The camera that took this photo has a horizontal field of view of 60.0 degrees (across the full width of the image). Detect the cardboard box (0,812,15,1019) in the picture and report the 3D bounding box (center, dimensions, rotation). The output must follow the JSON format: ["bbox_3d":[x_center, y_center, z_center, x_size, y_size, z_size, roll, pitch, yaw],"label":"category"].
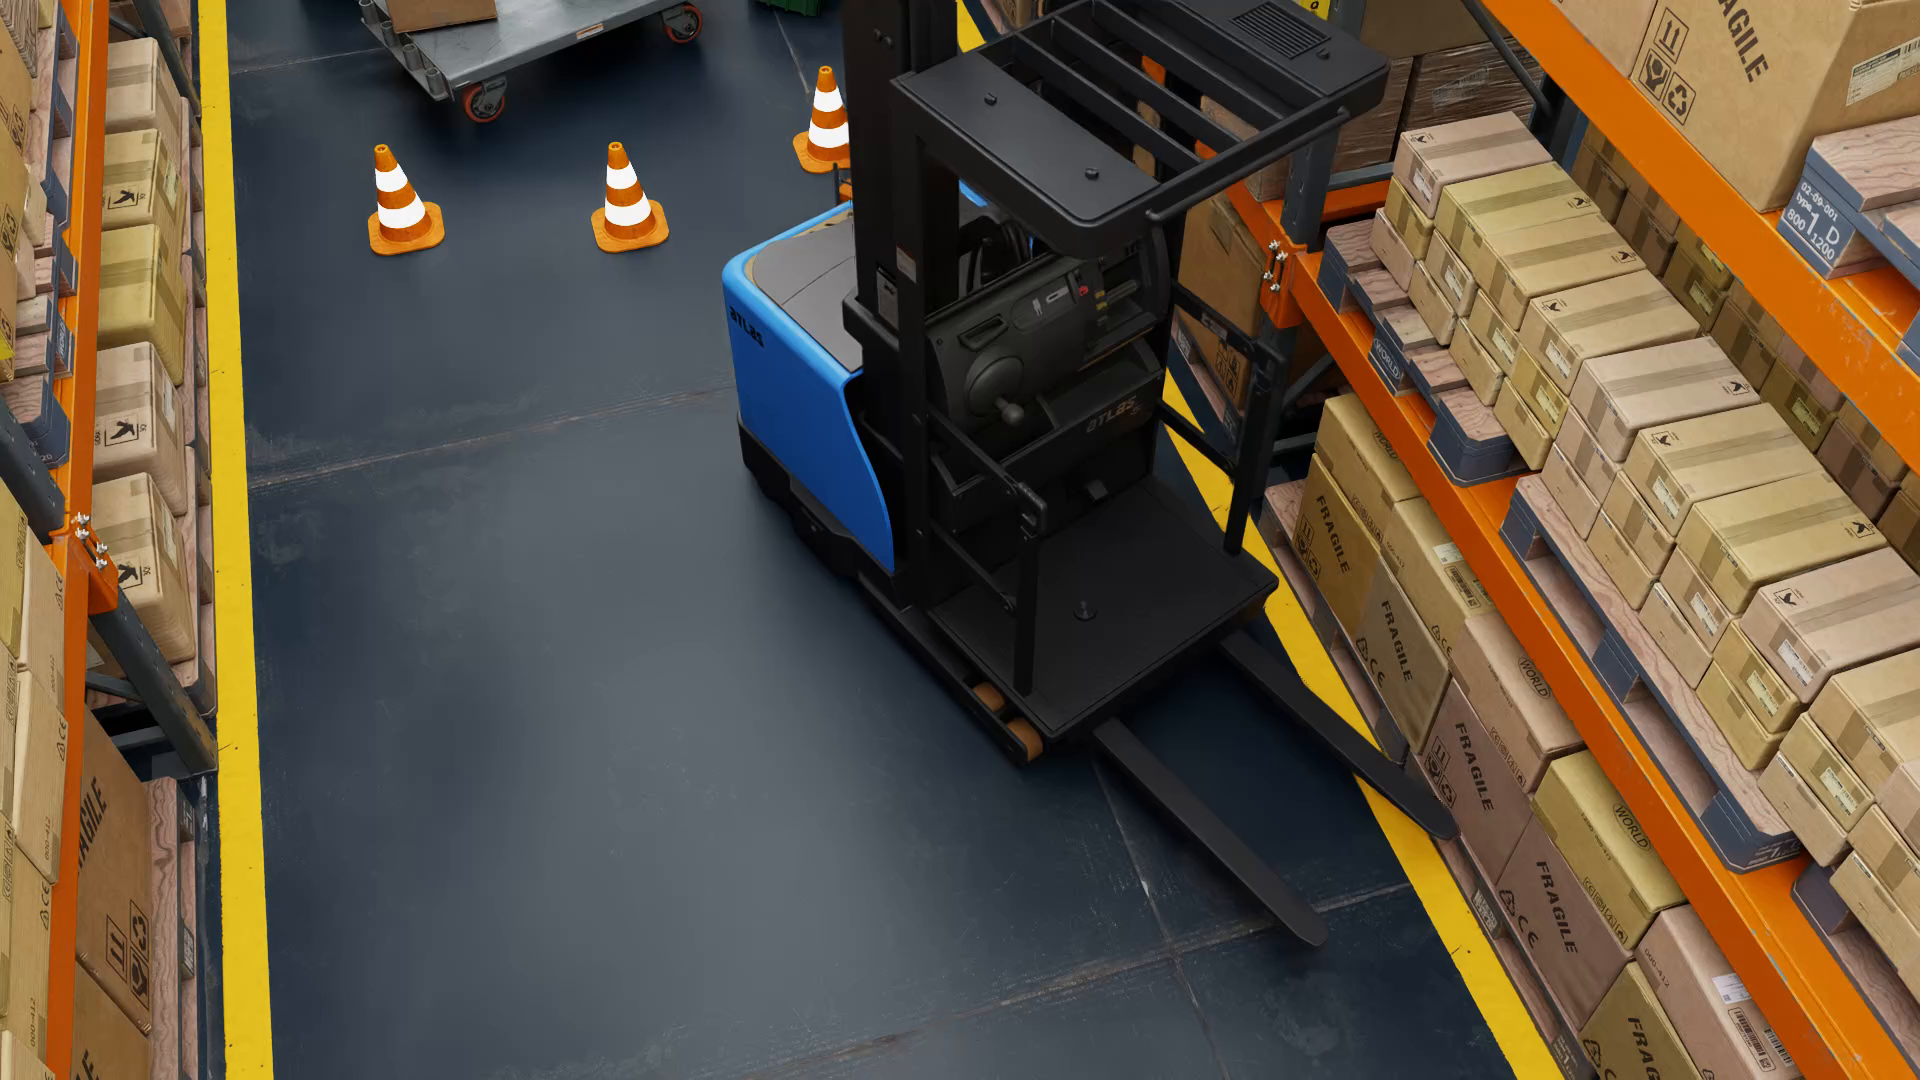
[{"bbox_3d":[-2.392,0.843,3.638,0.500,0.250,0.500,-15,51,-12],"label":"cardboard box"}]

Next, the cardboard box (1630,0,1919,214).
[{"bbox_3d":[1.817,-1.070,3.453,0.500,0.500,0.500,-13,51,-11],"label":"cardboard box"}]

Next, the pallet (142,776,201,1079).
[{"bbox_3d":[-2.942,1.408,5.214,1.003,0.211,1.213,-13,51,-11],"label":"pallet"}]

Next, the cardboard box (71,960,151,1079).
[{"bbox_3d":[-2.719,1.642,4.309,0.875,0.875,0.875,-13,51,-11],"label":"cardboard box"}]

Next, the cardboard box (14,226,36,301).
[{"bbox_3d":[-3.111,-0.841,5.177,0.380,0.149,0.250,-16,52,-13],"label":"cardboard box"}]

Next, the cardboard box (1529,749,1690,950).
[{"bbox_3d":[2.007,0.826,4.751,0.500,0.250,0.500,-15,52,-13],"label":"cardboard box"}]

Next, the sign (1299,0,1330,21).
[{"bbox_3d":[1.066,-1.522,5.103,0.100,0.325,0.005,-13,51,-11],"label":"sign"}]

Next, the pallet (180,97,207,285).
[{"bbox_3d":[-4.055,-1.538,7.698,1.003,0.211,1.213,-13,51,-11],"label":"pallet"}]

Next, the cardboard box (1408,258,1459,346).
[{"bbox_3d":[1.614,-0.762,5.110,0.380,0.149,0.250,-11,51,-9],"label":"cardboard box"}]

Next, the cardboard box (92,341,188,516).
[{"bbox_3d":[-3.487,-0.324,6.295,0.950,0.372,0.625,-14,51,-12],"label":"cardboard box"}]

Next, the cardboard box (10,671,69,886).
[{"bbox_3d":[-2.540,0.645,4.132,0.500,0.250,0.500,-12,51,-10],"label":"cardboard box"}]

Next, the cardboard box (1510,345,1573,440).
[{"bbox_3d":[1.785,-0.452,4.654,0.380,0.149,0.250,-13,51,-11],"label":"cardboard box"}]

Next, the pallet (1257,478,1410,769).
[{"bbox_3d":[1.825,0.194,6.238,1.003,0.211,1.213,-13,51,-11],"label":"pallet"}]

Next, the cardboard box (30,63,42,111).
[{"bbox_3d":[-3.454,-1.608,5.823,0.380,0.149,0.250,-12,51,-10],"label":"cardboard box"}]

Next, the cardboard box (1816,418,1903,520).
[{"bbox_3d":[2.560,-0.227,4.464,0.380,0.149,0.250,-12,51,-10],"label":"cardboard box"}]

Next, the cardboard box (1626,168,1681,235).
[{"bbox_3d":[2.250,-1.084,4.992,0.380,0.149,0.250,-14,51,-11],"label":"cardboard box"}]

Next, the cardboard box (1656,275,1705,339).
[{"bbox_3d":[2.328,-0.705,5.062,0.380,0.149,0.250,-13,51,-10],"label":"cardboard box"}]

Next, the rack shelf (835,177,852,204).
[{"bbox_3d":[-0.339,-1.331,6.618,0.215,0.259,0.240,23,54,18],"label":"rack shelf"}]

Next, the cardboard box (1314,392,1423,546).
[{"bbox_3d":[1.568,-0.289,5.691,0.500,0.250,0.500,-15,52,-13],"label":"cardboard box"}]

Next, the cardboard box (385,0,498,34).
[{"bbox_3d":[-2.595,-2.867,8.135,0.500,0.500,0.500,-13,51,-11],"label":"cardboard box"}]

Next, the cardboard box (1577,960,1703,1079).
[{"bbox_3d":[2.167,1.457,4.710,0.500,0.500,0.500,-14,51,-12],"label":"cardboard box"}]

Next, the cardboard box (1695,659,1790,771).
[{"bbox_3d":[2.083,0.395,4.135,0.380,0.149,0.250,-11,51,-9],"label":"cardboard box"}]

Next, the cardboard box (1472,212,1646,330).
[{"bbox_3d":[1.697,-0.765,4.723,0.380,0.149,0.250,-14,51,-11],"label":"cardboard box"}]

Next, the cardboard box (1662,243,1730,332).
[{"bbox_3d":[2.337,-0.782,4.933,0.380,0.149,0.250,-12,51,-10],"label":"cardboard box"}]

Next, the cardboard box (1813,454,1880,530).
[{"bbox_3d":[2.554,-0.136,4.582,0.380,0.149,0.250,-12,51,-10],"label":"cardboard box"}]

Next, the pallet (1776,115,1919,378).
[{"bbox_3d":[2.388,-0.493,3.154,1.213,0.211,1.003,-13,51,-11],"label":"pallet"}]

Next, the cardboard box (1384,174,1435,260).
[{"bbox_3d":[1.546,-1.028,5.140,0.380,0.149,0.250,-11,51,-9],"label":"cardboard box"}]

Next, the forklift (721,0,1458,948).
[{"bbox_3d":[0.432,-0.595,5.124,1.130,2.935,3.031,-31,57,-24],"label":"forklift"}]

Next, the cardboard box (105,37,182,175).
[{"bbox_3d":[-4.129,-1.911,7.632,0.950,0.372,0.625,-13,51,-11],"label":"cardboard box"}]

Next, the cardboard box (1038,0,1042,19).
[{"bbox_3d":[0.963,-2.469,7.856,1.050,0.750,0.750,-13,51,-11],"label":"cardboard box"}]

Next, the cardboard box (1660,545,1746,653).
[{"bbox_3d":[2.012,0.108,4.181,0.380,0.149,0.250,-12,51,-10],"label":"cardboard box"}]

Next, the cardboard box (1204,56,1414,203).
[{"bbox_3d":[1.205,-1.577,5.842,0.500,0.500,0.500,-13,51,-11],"label":"cardboard box"}]

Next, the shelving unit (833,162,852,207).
[{"bbox_3d":[-0.339,-1.155,6.827,0.215,1.050,0.252,23,54,18],"label":"shelving unit"}]

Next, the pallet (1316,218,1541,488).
[{"bbox_3d":[1.908,-0.718,5.309,1.213,0.211,1.003,-13,51,-11],"label":"pallet"}]

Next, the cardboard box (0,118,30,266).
[{"bbox_3d":[-3.176,-1.107,4.976,0.500,0.500,0.500,-11,51,-9],"label":"cardboard box"}]

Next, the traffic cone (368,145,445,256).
[{"bbox_3d":[-2.582,-1.598,7.584,0.336,0.463,0.334,-13,51,-11],"label":"traffic cone"}]

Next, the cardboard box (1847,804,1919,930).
[{"bbox_3d":[2.237,0.676,3.703,0.380,0.149,0.250,-15,51,-12],"label":"cardboard box"}]

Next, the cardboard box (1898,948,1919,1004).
[{"bbox_3d":[2.322,0.974,3.647,0.380,0.149,0.250,-13,51,-11],"label":"cardboard box"}]

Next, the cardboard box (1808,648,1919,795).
[{"bbox_3d":[2.171,0.393,3.747,0.380,0.149,0.250,-15,51,-12],"label":"cardboard box"}]

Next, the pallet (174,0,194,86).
[{"bbox_3d":[-4.519,-2.588,8.584,1.003,0.211,1.213,-13,51,-11],"label":"pallet"}]

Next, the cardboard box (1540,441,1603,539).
[{"bbox_3d":[1.856,-0.175,4.615,0.380,0.149,0.250,-12,51,-10],"label":"cardboard box"}]

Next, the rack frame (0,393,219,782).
[{"bbox_3d":[-3.104,-0.083,4.648,1.000,3.000,0.127,-13,51,-11],"label":"rack frame"}]

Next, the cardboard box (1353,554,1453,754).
[{"bbox_3d":[1.713,0.335,5.656,0.500,0.500,0.500,-13,51,-11],"label":"cardboard box"}]

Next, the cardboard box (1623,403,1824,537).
[{"bbox_3d":[1.937,-0.181,4.231,0.380,0.149,0.250,-12,51,-10],"label":"cardboard box"}]

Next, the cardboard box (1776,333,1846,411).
[{"bbox_3d":[2.476,-0.521,4.518,0.380,0.149,0.250,-13,51,-11],"label":"cardboard box"}]

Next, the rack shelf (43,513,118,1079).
[{"bbox_3d":[-2.512,1.609,3.692,1.077,0.370,4.000,-13,51,-11],"label":"rack shelf"}]
